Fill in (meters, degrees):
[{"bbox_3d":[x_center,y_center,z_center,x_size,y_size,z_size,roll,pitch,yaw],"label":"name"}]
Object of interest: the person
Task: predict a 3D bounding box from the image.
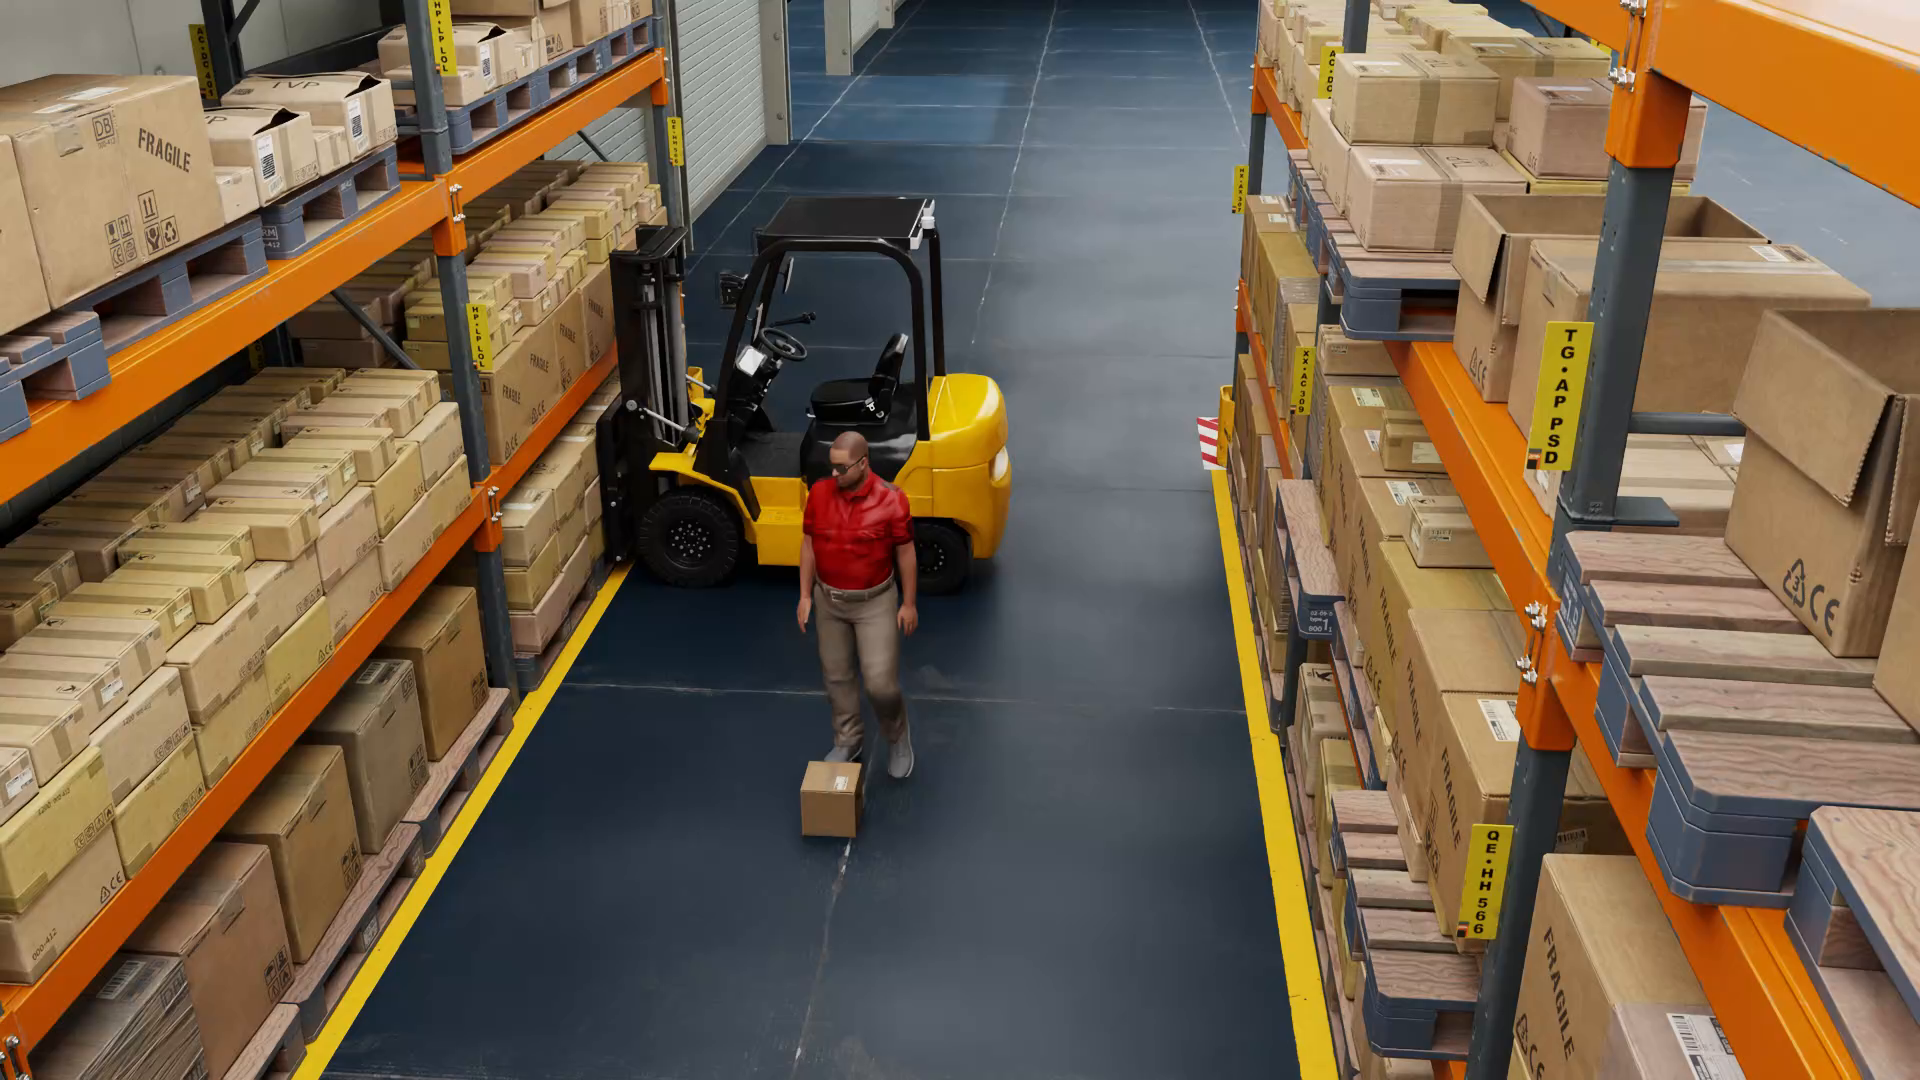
[{"bbox_3d":[-0.508,0.343,7.884,0.572,1.779,0.423,9,26,19],"label":"person"}]
